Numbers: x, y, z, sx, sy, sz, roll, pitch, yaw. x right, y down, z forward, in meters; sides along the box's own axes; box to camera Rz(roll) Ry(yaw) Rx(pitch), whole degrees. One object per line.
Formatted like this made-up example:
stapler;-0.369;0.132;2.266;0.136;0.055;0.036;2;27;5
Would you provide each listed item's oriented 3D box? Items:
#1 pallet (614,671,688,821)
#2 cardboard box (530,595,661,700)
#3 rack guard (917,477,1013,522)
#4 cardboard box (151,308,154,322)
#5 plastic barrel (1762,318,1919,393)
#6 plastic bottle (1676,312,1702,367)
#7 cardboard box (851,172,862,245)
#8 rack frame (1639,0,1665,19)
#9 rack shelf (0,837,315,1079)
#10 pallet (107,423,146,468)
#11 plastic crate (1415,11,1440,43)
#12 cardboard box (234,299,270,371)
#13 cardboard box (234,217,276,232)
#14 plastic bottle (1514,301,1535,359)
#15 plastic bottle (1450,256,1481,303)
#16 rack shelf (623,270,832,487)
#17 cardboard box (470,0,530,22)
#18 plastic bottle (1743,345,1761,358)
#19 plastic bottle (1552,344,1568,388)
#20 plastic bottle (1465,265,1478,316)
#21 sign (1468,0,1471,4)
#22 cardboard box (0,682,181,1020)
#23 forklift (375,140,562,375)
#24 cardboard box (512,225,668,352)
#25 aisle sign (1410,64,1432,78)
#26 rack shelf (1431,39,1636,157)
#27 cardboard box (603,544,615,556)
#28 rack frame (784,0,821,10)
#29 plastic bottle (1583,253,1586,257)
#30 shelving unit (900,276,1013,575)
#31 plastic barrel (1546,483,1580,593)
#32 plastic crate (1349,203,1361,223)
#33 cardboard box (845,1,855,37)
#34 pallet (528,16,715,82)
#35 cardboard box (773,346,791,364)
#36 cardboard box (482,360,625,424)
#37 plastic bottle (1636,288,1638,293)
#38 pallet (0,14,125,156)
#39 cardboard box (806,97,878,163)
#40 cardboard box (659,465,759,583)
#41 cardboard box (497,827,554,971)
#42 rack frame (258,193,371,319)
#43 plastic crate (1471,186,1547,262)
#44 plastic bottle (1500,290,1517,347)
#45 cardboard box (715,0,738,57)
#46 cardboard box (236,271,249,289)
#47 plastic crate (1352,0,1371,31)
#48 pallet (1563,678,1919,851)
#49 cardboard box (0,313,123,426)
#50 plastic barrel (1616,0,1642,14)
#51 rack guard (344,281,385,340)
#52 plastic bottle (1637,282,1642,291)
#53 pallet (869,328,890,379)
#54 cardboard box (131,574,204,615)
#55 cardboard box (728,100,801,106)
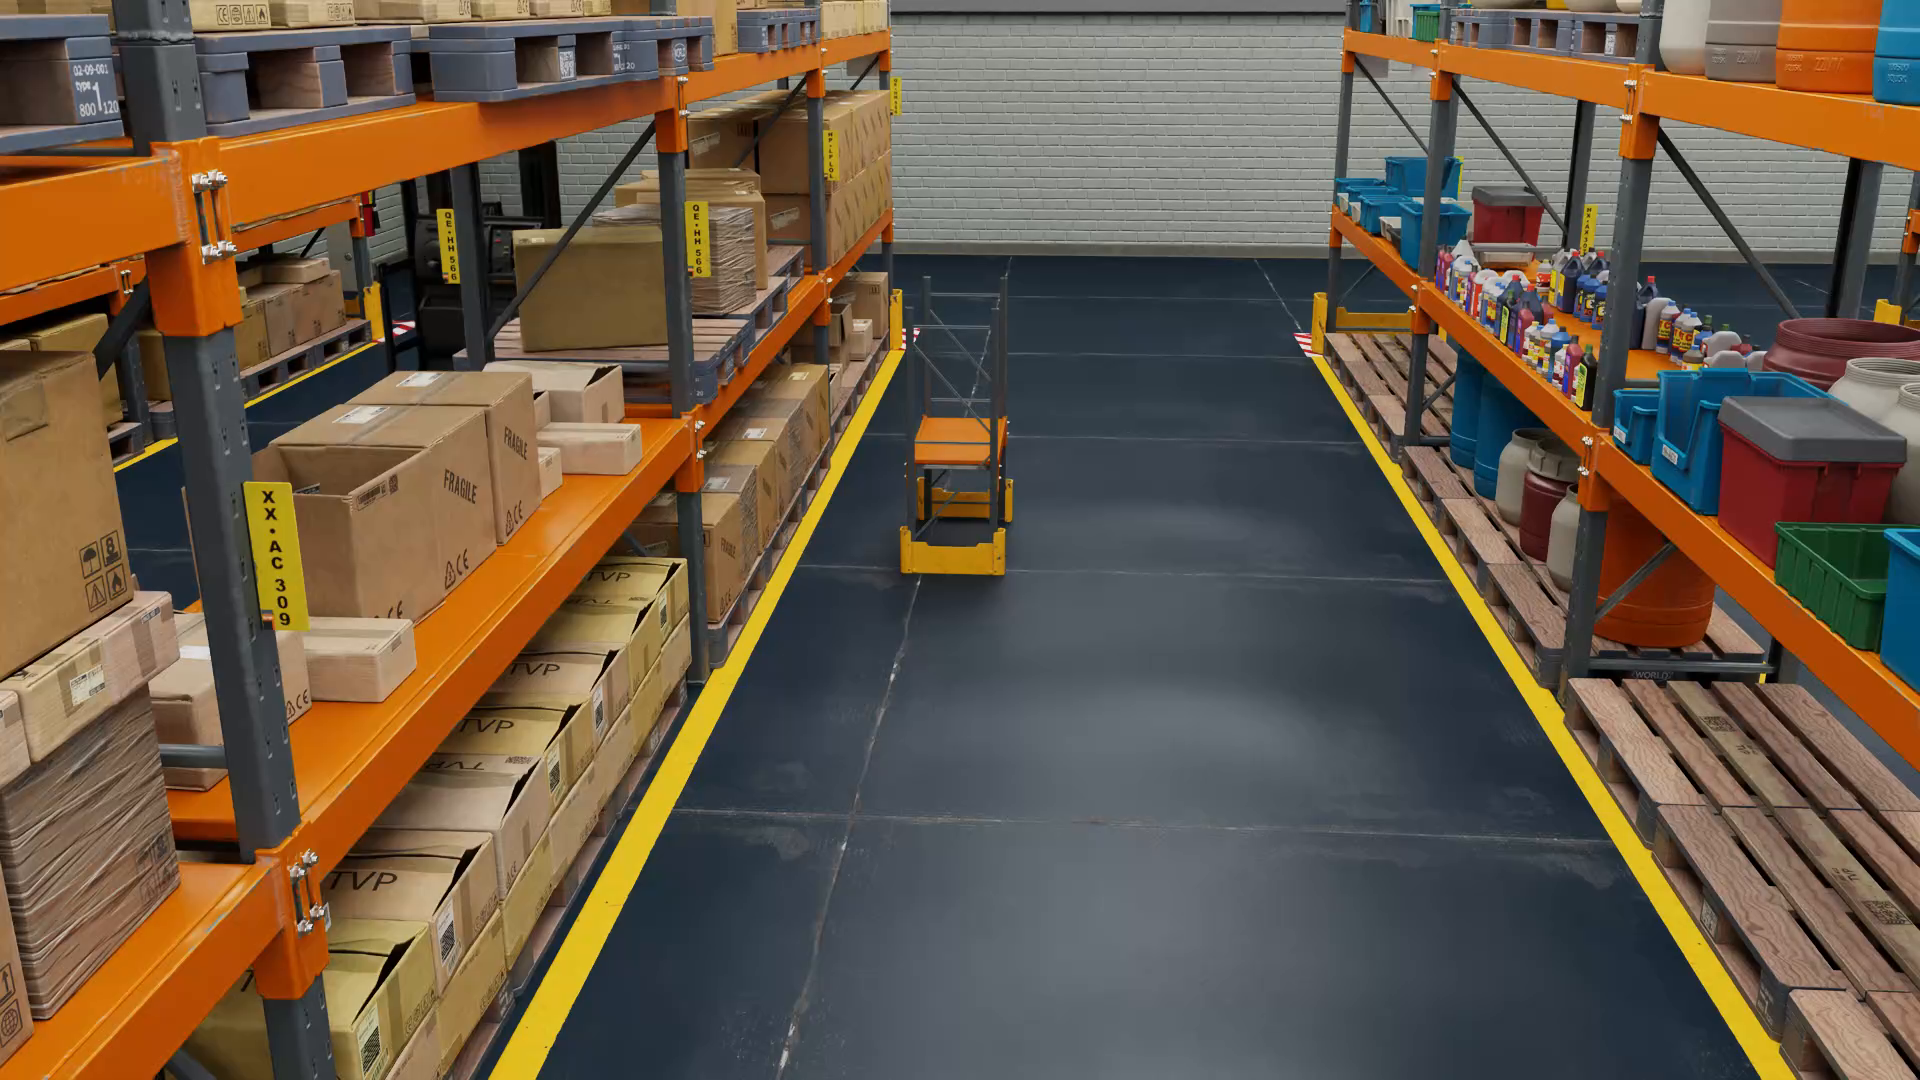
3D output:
pallet;-1.793;0.811;7.108;1.003;0.211;1.213;1;18;4
cardboard box;-1.517;0.402;6.721;0.500;0.311;0.500;1;18;3
rack guard;0.030;-0.250;10.284;0.587;0.250;0.087;1;18;4
cardboard box;-5.987;-1.773;12.814;0.380;0.149;0.250;2;18;6
plastic barrel;3.514;-0.571;6.629;0.600;0.536;0.708;1;18;4
plastic bottle;3.694;-1.015;8.411;0.097;0.271;0.097;0;18;0
cardboard box;-1.028;-2.525;12.652;0.500;0.500;0.500;1;18;4
rack frame;3.246;-3.508;6.176;1.000;3.000;0.127;1;18;4
rack shelf;-2.125;1.437;1.877;1.077;0.370;4.000;1;18;4
pallet;-6.329;-0.554;11.275;1.003;0.211;1.213;1;18;4
plastic crate;3.261;-3.362;10.890;0.450;0.188;0.662;1;18;4
cardboard box;-6.115;-1.677;13.565;0.700;0.500;0.500;2;18;5
cardboard box;-6.194;-2.884;13.425;0.980;0.700;0.700;0;18;1
plastic bottle;2.931;-1.092;8.625;0.061;0.283;0.133;1;18;4
plastic bottle;3.093;-1.591;10.162;0.152;0.276;0.135;1;18;4
rack shelf;-1.551;-1.048;9.459;1.077;0.370;4.000;1;18;4
cardboard box;-1.743;-1.840;5.469;0.500;0.250;0.500;1;18;3
plastic bottle;3.635;-0.758;7.627;0.097;0.271;0.097;0;18;0
plastic bottle;2.899;-0.835;7.973;0.097;0.201;0.097;0;18;0
plastic bottle;3.017;-1.464;9.760;0.061;0.283;0.133;1;18;4
sign;4.369;-4.510;14.220;0.100;0.325;0.005;1;18;4
cardboard box;-2.007;0.564;3.224;0.700;0.500;0.500;1;18;2
forklift;-3.405;-2.039;11.439;1.130;2.935;3.031;3;18;9
cardboard box;-1.762;-1.214;7.975;0.700;0.500;0.500;-5;19;-15
aisle sign;4.116;-4.393;14.337;0.394;0.787;0.004;1;18;4
rack shelf;3.389;-2.362;8.651;1.077;0.370;4.000;1;18;4
cardboard box;-1.862;-0.086;8.675;0.500;0.500;0.500;2;18;6
rack frame;-1.408;-4.862;10.309;1.000;3.000;0.127;1;18;4
plastic bottle;3.855;-1.641;10.302;0.061;0.283;0.133;1;18;4
shelving unit;-0.005;-0.689;9.617;0.587;1.500;1.083;1;18;4
plastic barrel;3.215;-0.004;8.439;0.421;0.512;0.421;0;18;0
plastic crate;3.319;-2.667;13.572;0.250;0.136;0.298;1;18;4
cardboard box;-1.049;-3.821;12.191;0.500;0.250;0.500;1;18;4
pallet;-1.654;-1.892;6.365;1.213;0.211;1.003;2;18;6
cardboard box;-1.596;-1.359;12.863;0.500;0.311;0.500;1;18;4
cardboard box;-1.764;-0.614;7.124;0.500;0.311;0.500;2;18;7
plastic bottle;3.687;-1.248;9.121;0.097;0.271;0.097;0;18;0
pallet;-2.017;-0.644;2.397;1.003;0.211;1.213;1;18;4
cardboard box;-0.947;-3.314;13.452;0.500;0.500;0.500;2;18;5
cardboard box;-1.345;-0.088;8.681;0.500;0.500;0.500;1;18;2
cardboard box;-1.633;1.141;5.364;0.500;0.250;0.500;1;18;2
rack frame;-6.062;-3.363;15.368;1.000;3.000;0.127;1;18;4
plastic crate;3.846;-2.230;11.712;0.402;0.464;0.583;1;18;4
plastic bottle;2.954;-1.190;8.926;0.061;0.283;0.133;1;18;4
cardboard box;-1.623;-2.698;8.361;0.910;0.500;0.500;1;18;4
cardboard box;-6.275;-2.192;14.094;0.380;0.149;0.250;2;18;5
plastic crate;3.513;-4.392;13.901;0.497;0.269;0.590;1;18;4
pallet;3.151;0.908;6.813;1.003;0.211;1.213;1;18;4
cardboard box;-6.266;-1.094;11.221;0.750;0.750;0.750;1;18;5
plastic barrel;3.176;-2.552;7.626;0.301;0.262;0.301;0;18;0
rack guard;-6.061;-2.182;15.780;1.175;0.500;0.348;1;18;4
plastic bottle;3.738;-1.327;9.354;0.152;0.276;0.135;1;18;4
pallet;-1.183;-1.657;14.641;1.003;0.211;1.213;1;18;4
cardboard box;-2.102;0.260;4.527;0.396;0.266;0.258;1;18;3
cardboard box;-1.522;-3.168;13.009;0.500;0.500;0.500;1;18;3
